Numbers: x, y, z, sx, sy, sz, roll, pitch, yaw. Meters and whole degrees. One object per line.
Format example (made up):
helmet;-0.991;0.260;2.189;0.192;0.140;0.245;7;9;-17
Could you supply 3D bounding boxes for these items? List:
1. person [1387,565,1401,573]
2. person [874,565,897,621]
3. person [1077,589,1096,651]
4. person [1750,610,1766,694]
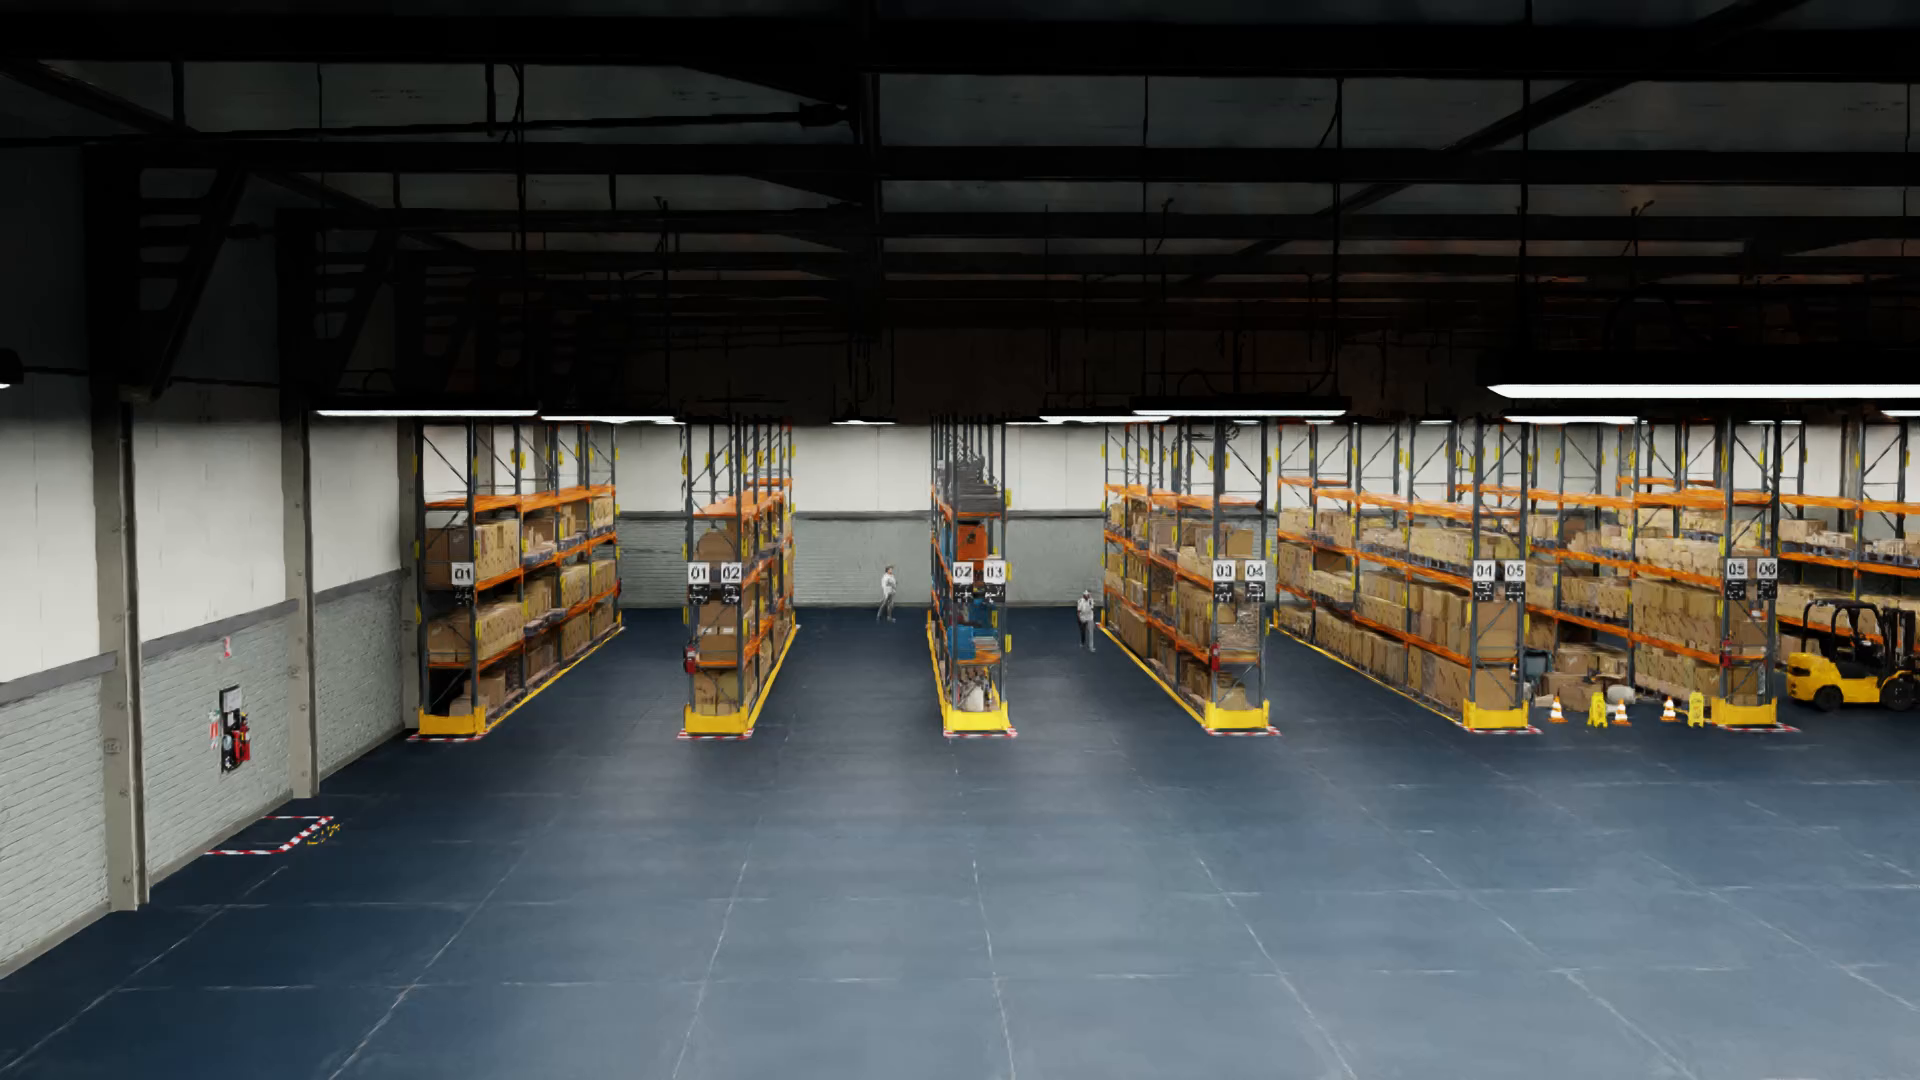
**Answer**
person;13.485;1.344;51.622;0.402;1.714;0.636;-2;5;-32
person;-2.208;1.569;48.929;0.460;1.670;0.651;3;5;39
person;3.227;2.020;42.496;0.456;1.589;1.088;0;4;0
person;17.078;2.381;35.766;0.583;1.782;0.665;2;4;28
